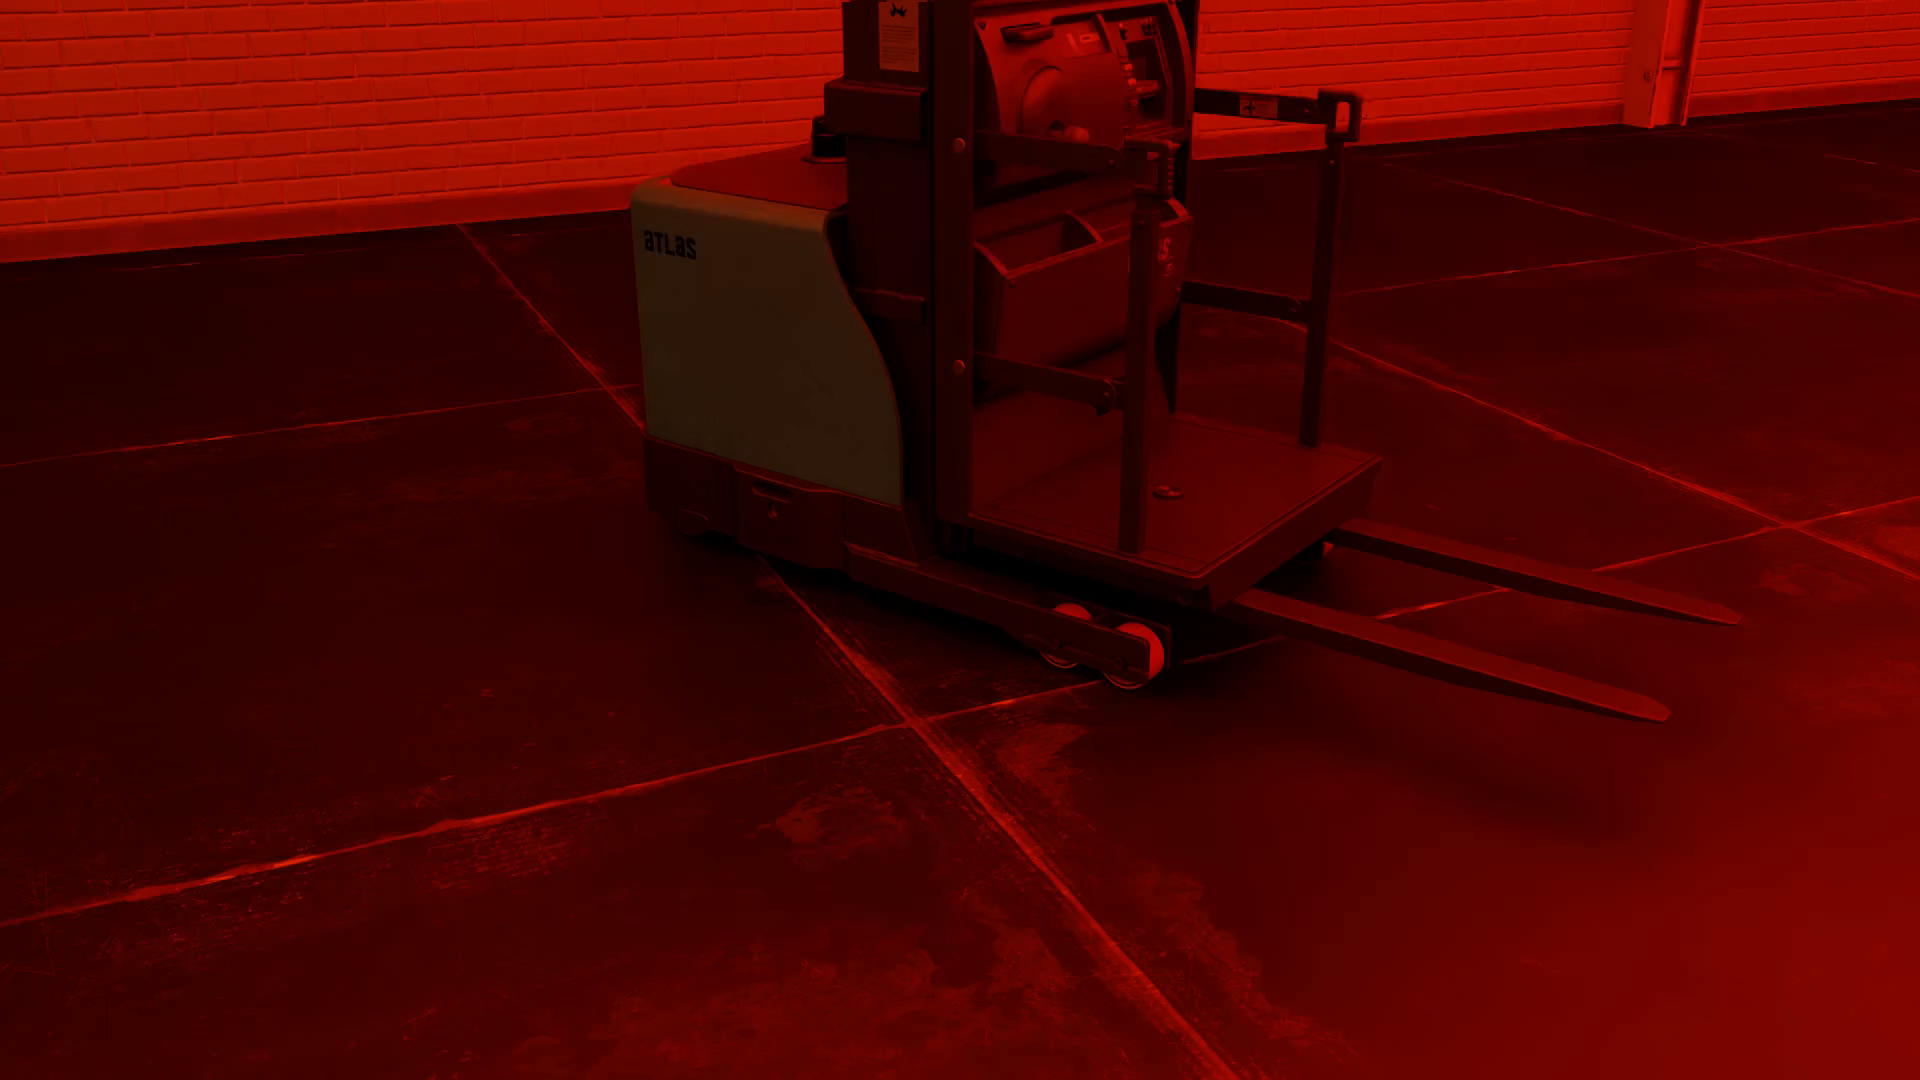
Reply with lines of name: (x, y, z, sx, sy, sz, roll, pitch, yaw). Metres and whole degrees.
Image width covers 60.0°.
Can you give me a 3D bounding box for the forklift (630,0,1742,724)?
forklift: (0.508, -1.207, 4.192, 3.031, 2.935, 1.130, 16, 27, 34)
